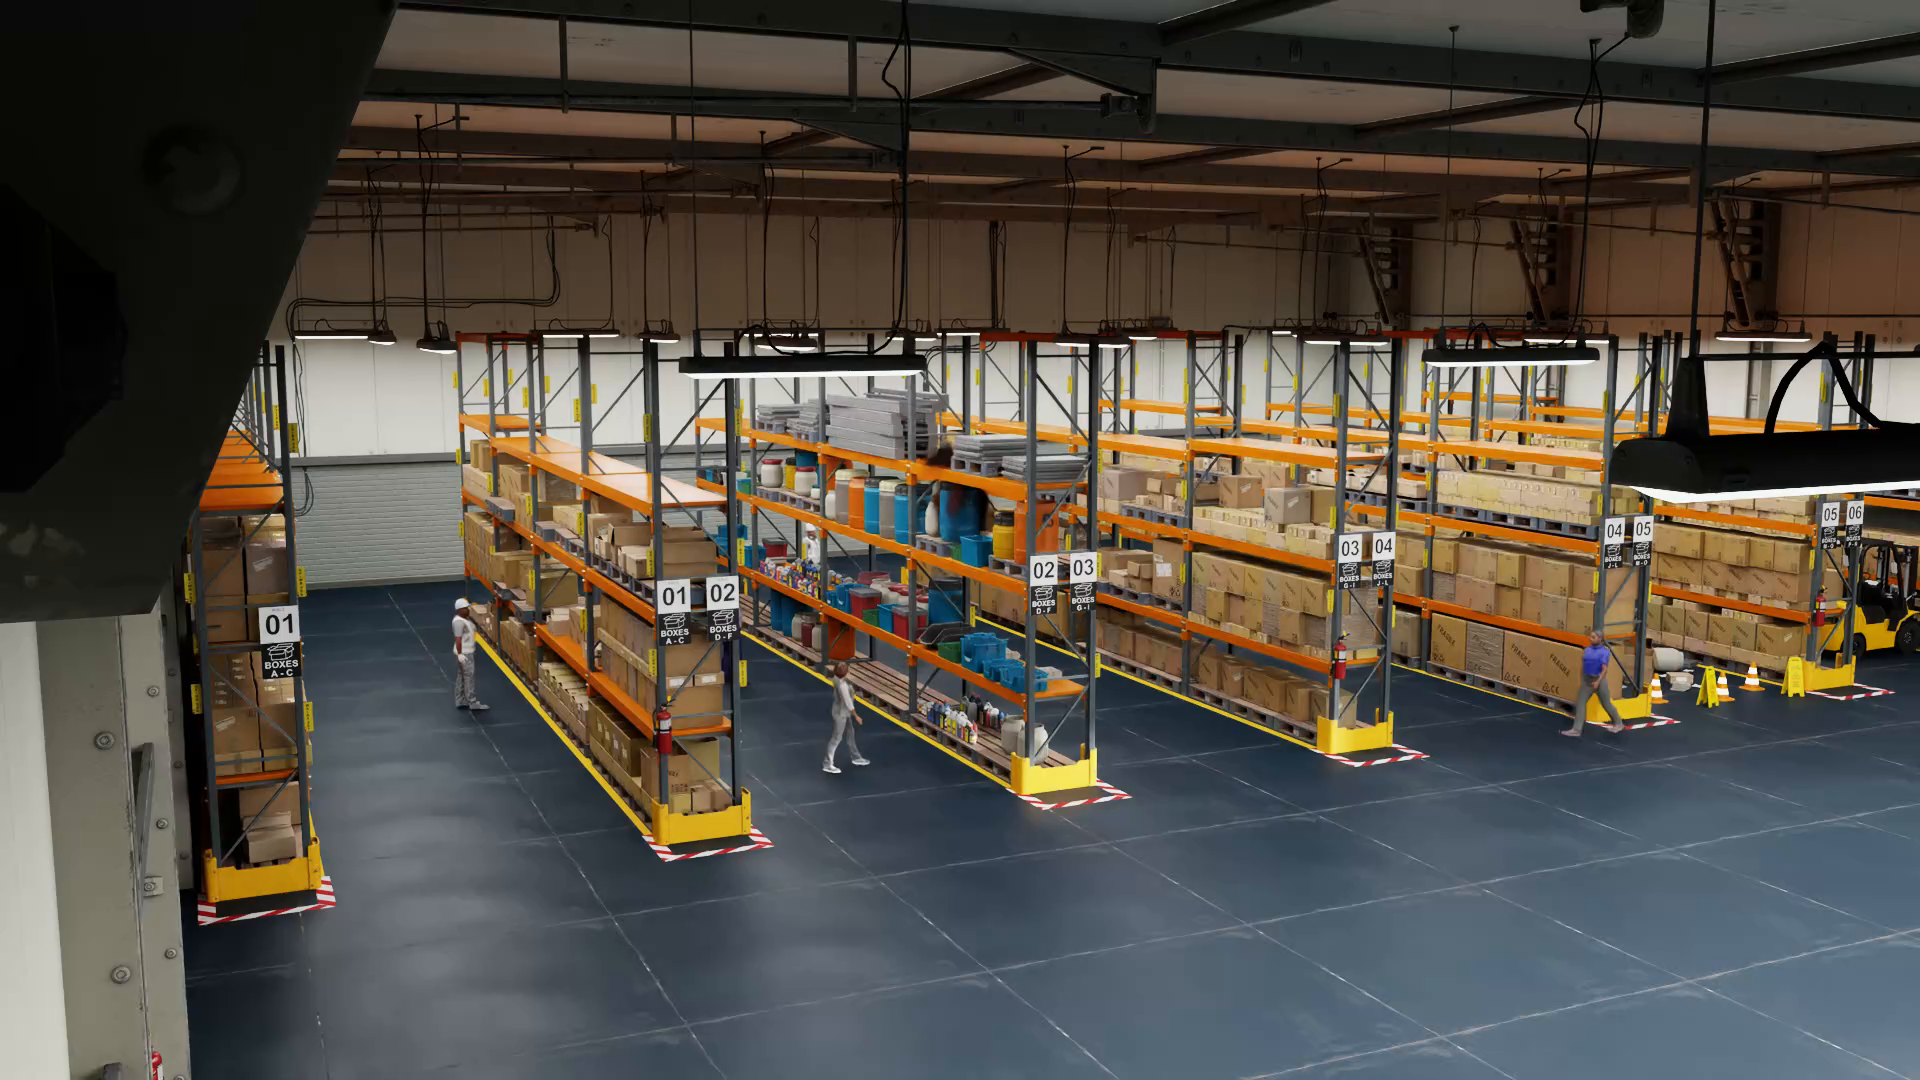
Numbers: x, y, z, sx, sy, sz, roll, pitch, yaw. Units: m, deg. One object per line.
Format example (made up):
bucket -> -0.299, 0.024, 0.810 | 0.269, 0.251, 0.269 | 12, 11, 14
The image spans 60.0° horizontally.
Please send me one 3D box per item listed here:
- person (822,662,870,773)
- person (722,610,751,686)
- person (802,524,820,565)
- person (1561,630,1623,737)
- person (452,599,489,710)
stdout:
person -> -1.587, 2.435, 23.179 | 0.689, 1.564, 0.535 | -1, 8, -7
person -> -3.877, 1.665, 28.670 | 0.498, 1.670, 0.504 | -2, 8, -13
person -> -3.248, 0.523, 36.615 | 0.373, 1.779, 0.588 | 3, 8, 21
person -> 9.565, 2.194, 25.087 | 0.992, 1.531, 0.561 | -4, 9, -25
person -> -7.918, 1.831, 26.869 | 0.521, 1.802, 0.585 | -2, 8, -15
